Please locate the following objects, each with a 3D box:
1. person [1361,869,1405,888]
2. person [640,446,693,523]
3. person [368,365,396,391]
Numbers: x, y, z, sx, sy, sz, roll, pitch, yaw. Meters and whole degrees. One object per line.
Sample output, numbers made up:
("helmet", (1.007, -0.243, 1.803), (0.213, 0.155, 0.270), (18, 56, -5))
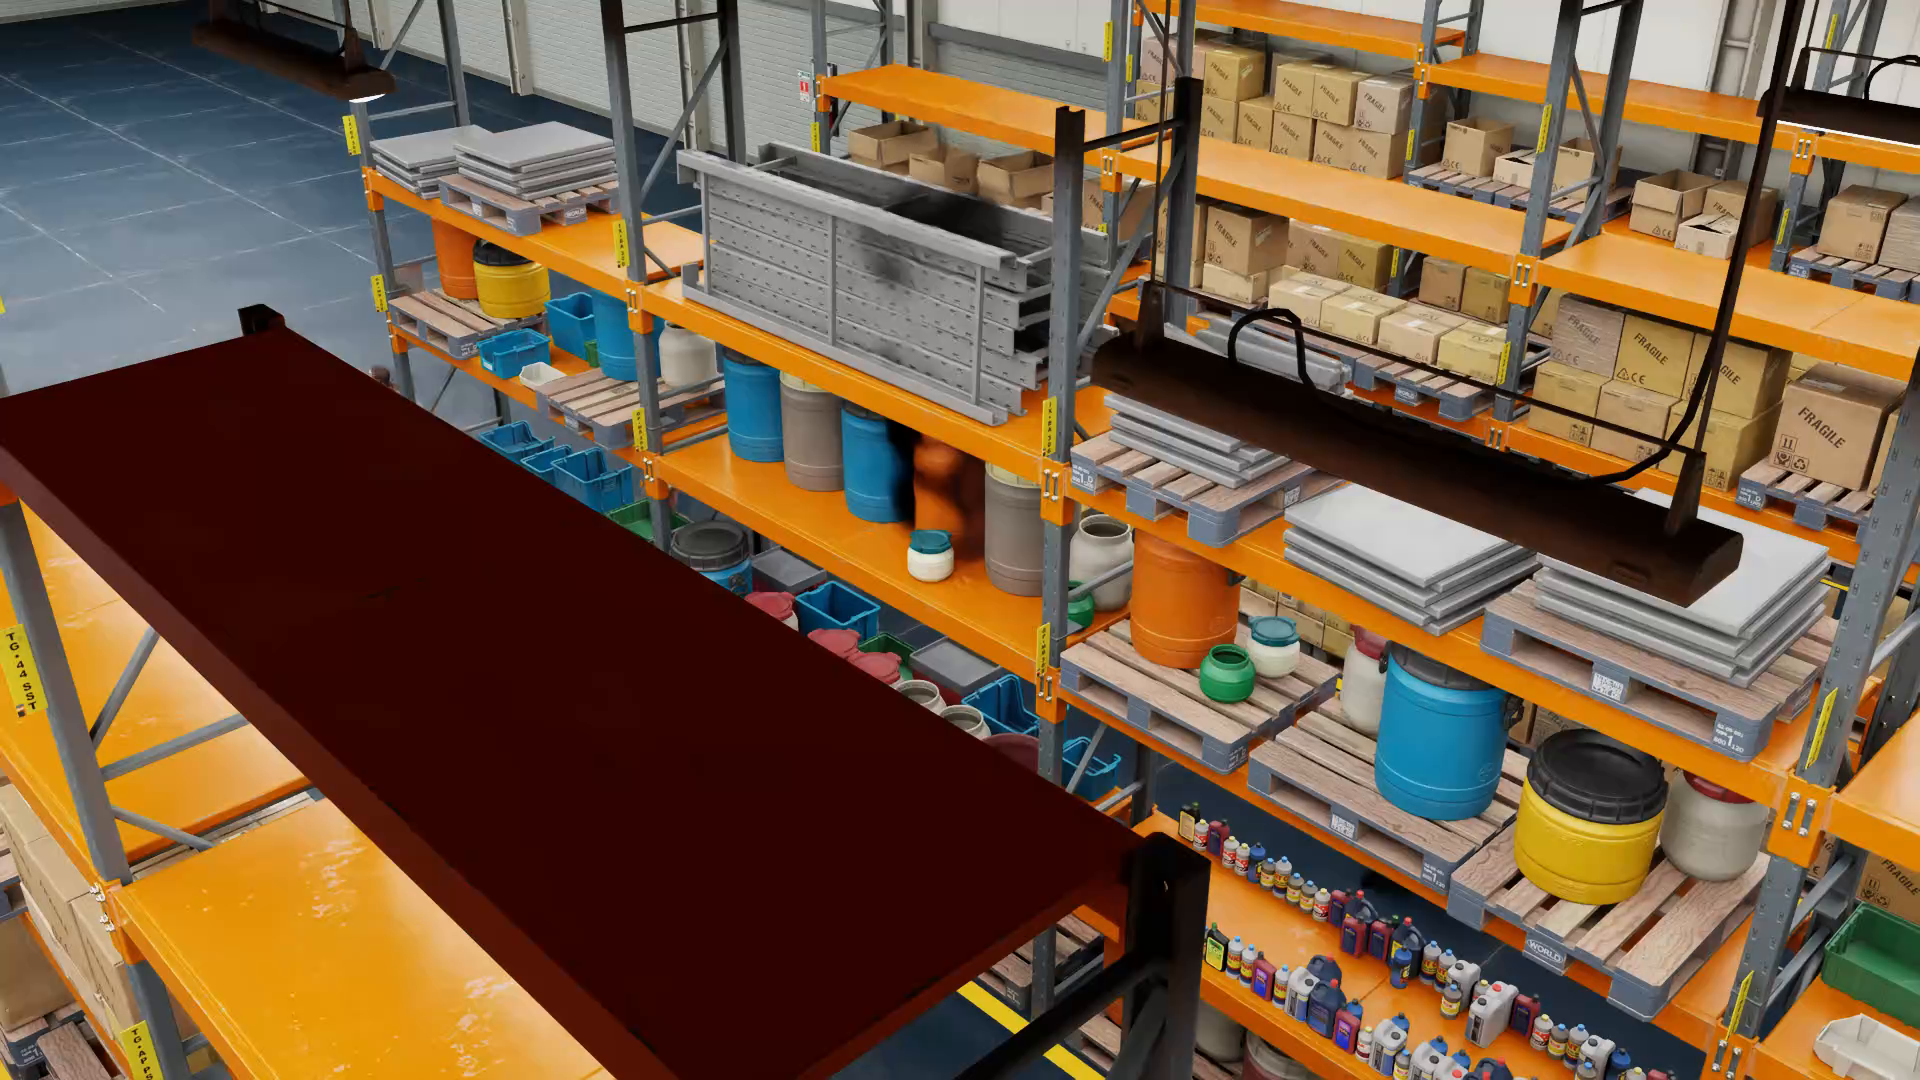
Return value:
("person", (3.014, 1.736, 11.825), (0.647, 1.717, 0.642), (19, 34, 31))
("person", (-2.840, -0.502, 16.085), (0.791, 1.654, 0.579), (17, 32, 28))
("person", (-5.833, -0.992, 16.963), (0.640, 1.693, 0.564), (-2, 28, -3))
